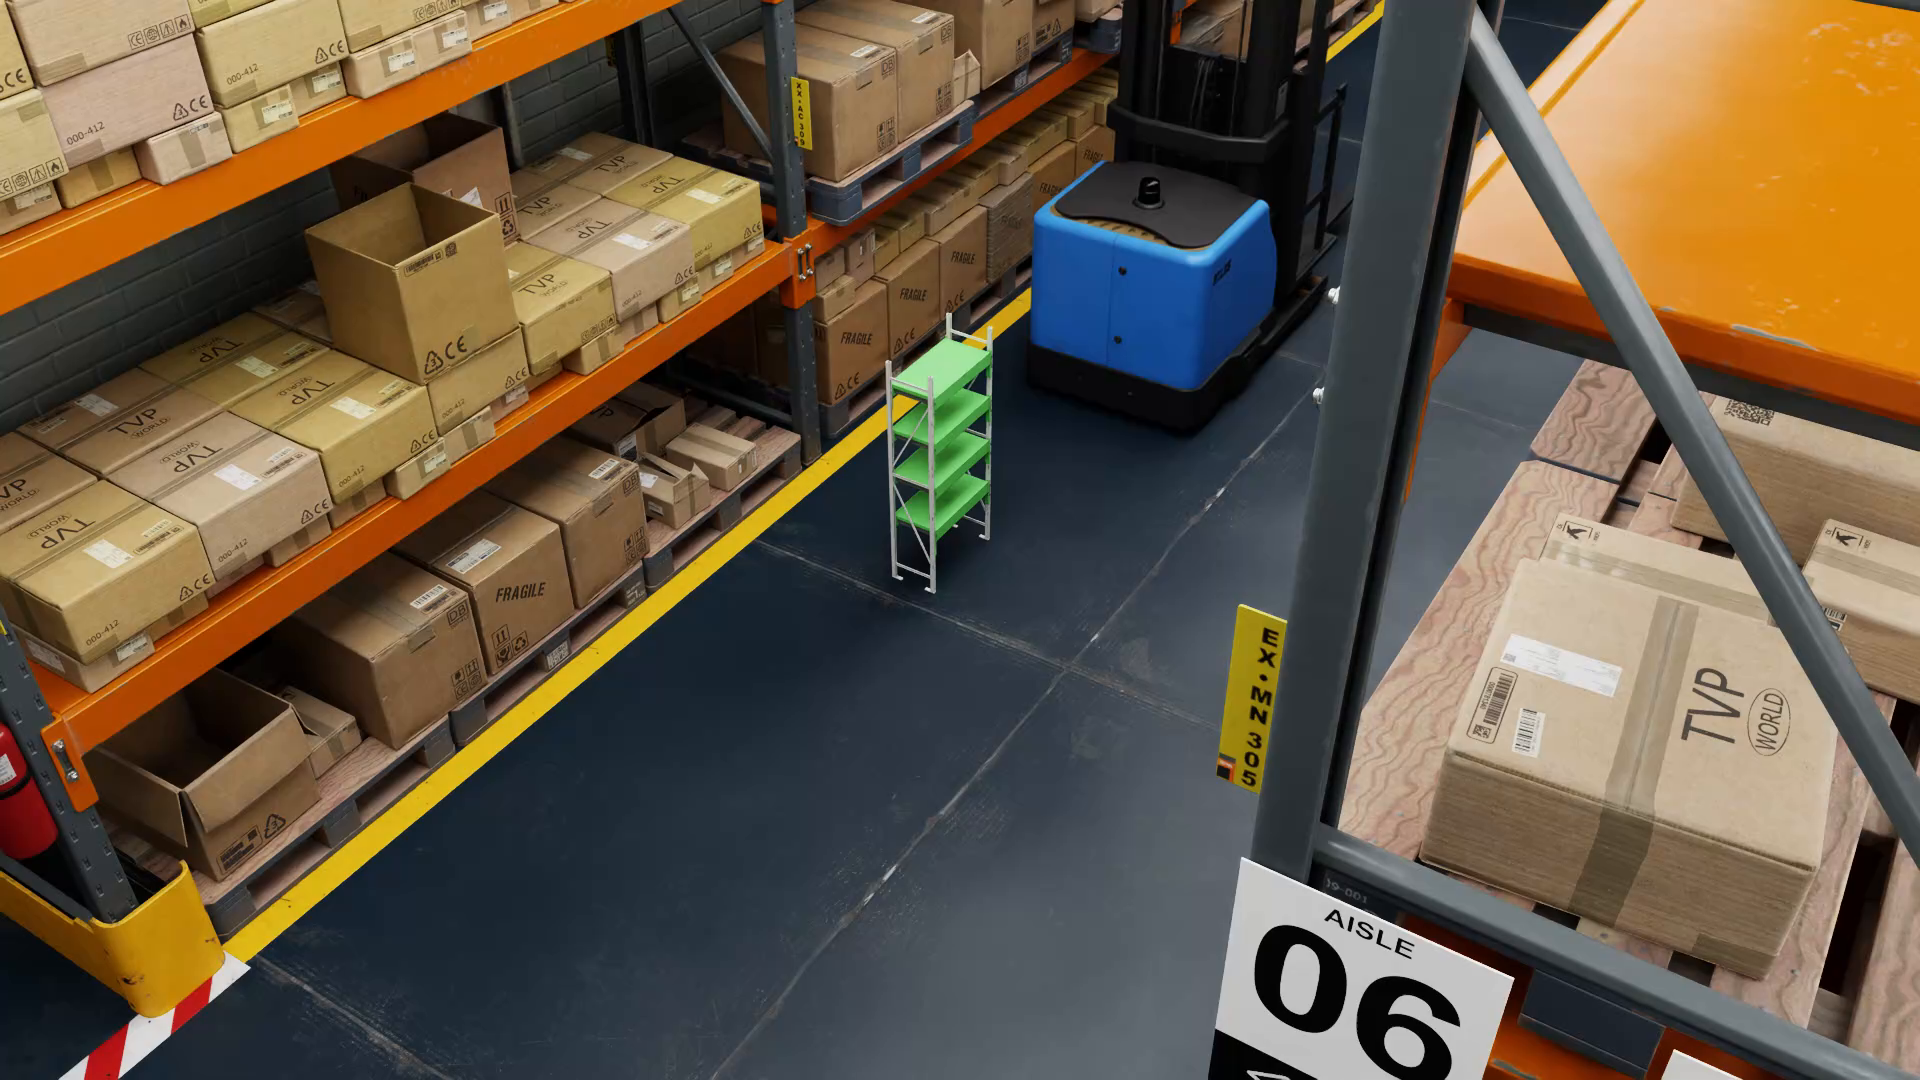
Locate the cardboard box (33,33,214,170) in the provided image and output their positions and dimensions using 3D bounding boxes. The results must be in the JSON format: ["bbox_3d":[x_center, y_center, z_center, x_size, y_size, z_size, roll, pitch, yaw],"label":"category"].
[{"bbox_3d":[-2.602,-1.353,4.910,0.500,0.250,0.500,22,43,26],"label":"cardboard box"}]

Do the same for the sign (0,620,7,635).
[{"bbox_3d":[-2.867,0.136,4.847,0.100,0.325,0.005,21,42,25],"label":"sign"}]

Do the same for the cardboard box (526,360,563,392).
[{"bbox_3d":[-1.889,-0.767,6.933,0.380,0.149,0.250,22,43,26],"label":"cardboard box"}]

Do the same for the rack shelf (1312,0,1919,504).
[{"bbox_3d":[1.940,-1.040,3.085,1.077,0.370,4.000,21,42,25],"label":"rack shelf"}]

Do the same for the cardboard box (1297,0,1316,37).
[{"bbox_3d":[2.412,-4.440,13.094,0.875,0.625,0.625,21,42,25],"label":"cardboard box"}]

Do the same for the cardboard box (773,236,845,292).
[{"bbox_3d":[-0.816,-1.429,8.515,0.380,0.149,0.250,20,42,24],"label":"cardboard box"}]

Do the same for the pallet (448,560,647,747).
[{"bbox_3d":[-2.204,0.329,7.590,1.003,0.211,1.213,21,42,25],"label":"pallet"}]

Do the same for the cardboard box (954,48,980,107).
[{"bbox_3d":[-0.114,-2.464,8.695,0.396,0.266,0.258,23,43,27],"label":"cardboard box"}]

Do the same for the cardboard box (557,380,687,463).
[{"bbox_3d":[-1.736,-0.599,8.367,0.500,0.311,0.500,23,43,27],"label":"cardboard box"}]

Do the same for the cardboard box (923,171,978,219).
[{"bbox_3d":[-0.119,-1.985,9.480,0.380,0.149,0.250,23,43,27],"label":"cardboard box"}]

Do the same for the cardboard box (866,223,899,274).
[{"bbox_3d":[-0.554,-1.596,8.975,0.380,0.149,0.250,19,42,23],"label":"cardboard box"}]

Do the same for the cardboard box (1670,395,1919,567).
[{"bbox_3d":[1.712,-0.191,3.170,0.500,0.311,0.500,22,43,26],"label":"cardboard box"}]

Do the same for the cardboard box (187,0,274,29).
[{"bbox_3d":[-2.329,-1.809,5.092,0.500,0.250,0.500,21,42,24],"label":"cardboard box"}]

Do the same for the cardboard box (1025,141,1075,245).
[{"bbox_3d":[0.361,-2.185,10.271,0.500,0.500,0.500,23,43,27],"label":"cardboard box"}]

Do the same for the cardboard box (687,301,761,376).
[{"bbox_3d":[-1.169,-1.287,9.105,0.500,0.500,0.500,21,42,25],"label":"cardboard box"}]

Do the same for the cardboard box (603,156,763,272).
[{"bbox_3d":[-1.249,-1.477,7.527,0.500,0.250,0.500,22,43,26],"label":"cardboard box"}]

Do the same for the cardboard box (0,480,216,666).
[{"bbox_3d":[-2.854,0.097,5.485,0.500,0.250,0.500,21,42,25],"label":"cardboard box"}]

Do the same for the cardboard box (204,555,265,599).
[{"bbox_3d":[-2.709,0.028,5.902,0.380,0.149,0.250,21,42,25],"label":"cardboard box"}]

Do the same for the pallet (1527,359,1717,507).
[{"bbox_3d":[1.910,-0.247,3.669,1.003,0.211,1.213,21,42,25],"label":"pallet"}]

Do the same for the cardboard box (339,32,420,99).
[{"bbox_3d":[-2.055,-1.634,5.601,0.380,0.149,0.250,21,42,25],"label":"cardboard box"}]

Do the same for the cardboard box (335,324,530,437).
[{"bbox_3d":[-2.060,-0.695,6.514,0.500,0.250,0.500,20,42,24],"label":"cardboard box"}]

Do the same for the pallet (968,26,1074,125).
[{"bbox_3d":[-0.077,-2.742,9.447,1.003,0.211,1.213,21,42,25],"label":"pallet"}]

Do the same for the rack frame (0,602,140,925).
[{"bbox_3d":[-3.325,0.302,5.341,1.000,3.000,0.127,21,42,25],"label":"rack frame"}]

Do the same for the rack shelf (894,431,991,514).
[{"bbox_3d":[-0.089,-0.339,7.751,0.258,0.148,0.480,21,42,25],"label":"rack shelf"}]

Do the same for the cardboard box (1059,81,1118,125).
[{"bbox_3d":[0.790,-2.767,10.495,0.380,0.149,0.250,19,42,23],"label":"cardboard box"}]

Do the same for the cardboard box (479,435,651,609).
[{"bbox_3d":[-1.870,-0.122,7.594,0.700,0.500,0.500,20,42,23],"label":"cardboard box"}]

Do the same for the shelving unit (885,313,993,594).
[{"bbox_3d":[-0.089,-0.390,7.712,0.258,1.200,0.503,21,42,25],"label":"shelving unit"}]

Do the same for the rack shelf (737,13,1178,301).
[{"bbox_3d":[-0.111,-2.507,9.573,1.077,0.370,4.000,21,42,25],"label":"rack shelf"}]

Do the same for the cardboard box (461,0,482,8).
[{"bbox_3d":[-1.783,-2.144,5.937,0.500,0.250,0.500,22,43,26],"label":"cardboard box"}]

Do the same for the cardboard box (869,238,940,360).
[{"bbox_3d":[-0.456,-1.390,9.239,0.500,0.500,0.500,21,42,25],"label":"cardboard box"}]

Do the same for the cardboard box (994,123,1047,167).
[{"bbox_3d":[0.299,-2.396,10.013,0.380,0.149,0.250,21,42,24],"label":"cardboard box"}]

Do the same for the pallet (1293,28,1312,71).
[{"bbox_3d":[2.089,-3.756,12.889,1.003,0.211,1.213,21,42,25],"label":"pallet"}]

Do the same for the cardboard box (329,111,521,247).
[{"bbox_3d":[-2.205,-1.435,6.859,0.500,0.500,0.500,20,42,24],"label":"cardboard box"}]

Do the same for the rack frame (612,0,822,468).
[{"bbox_3d":[-1.182,-1.760,8.016,1.000,3.000,0.127,21,42,25],"label":"rack frame"}]

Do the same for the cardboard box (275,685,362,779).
[{"bbox_3d":[-2.657,0.774,6.720,0.380,0.149,0.250,19,42,23],"label":"cardboard box"}]

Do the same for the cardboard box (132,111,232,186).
[{"bbox_3d":[-2.467,-1.240,5.090,0.380,0.149,0.250,22,43,26],"label":"cardboard box"}]

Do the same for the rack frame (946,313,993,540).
[{"bbox_3d":[0.042,-0.516,7.876,0.240,1.200,0.015,21,42,25],"label":"rack frame"}]

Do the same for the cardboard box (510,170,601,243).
[{"bbox_3d":[-1.938,-1.391,7.416,0.500,0.250,0.500,21,42,25],"label":"cardboard box"}]

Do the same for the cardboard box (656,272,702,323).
[{"bbox_3d":[-1.380,-1.131,7.405,0.380,0.149,0.250,22,43,26],"label":"cardboard box"}]

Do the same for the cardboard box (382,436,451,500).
[{"bbox_3d":[-2.185,-0.326,6.362,0.380,0.149,0.250,20,42,24],"label":"cardboard box"}]

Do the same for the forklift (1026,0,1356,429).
[{"bbox_3d":[1.561,-2.625,9.194,1.130,2.935,3.031,20,42,24],"label":"forklift"}]

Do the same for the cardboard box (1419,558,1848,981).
[{"bbox_3d":[1.033,0.327,2.548,0.500,0.250,0.500,17,41,21],"label":"cardboard box"}]

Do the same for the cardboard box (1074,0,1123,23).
[{"bbox_3d":[0.669,-3.280,9.766,0.500,0.250,0.500,19,42,23],"label":"cardboard box"}]

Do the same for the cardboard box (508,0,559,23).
[{"bbox_3d":[-1.714,-2.053,6.144,0.380,0.149,0.250,23,43,27],"label":"cardboard box"}]

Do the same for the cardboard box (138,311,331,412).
[{"bbox_3d":[-2.756,-0.600,6.390,0.500,0.250,0.500,23,43,26],"label":"cardboard box"}]

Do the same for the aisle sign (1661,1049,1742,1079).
[{"bbox_3d":[1.074,1.026,2.273,0.394,0.787,0.004,21,42,25],"label":"aisle sign"}]
